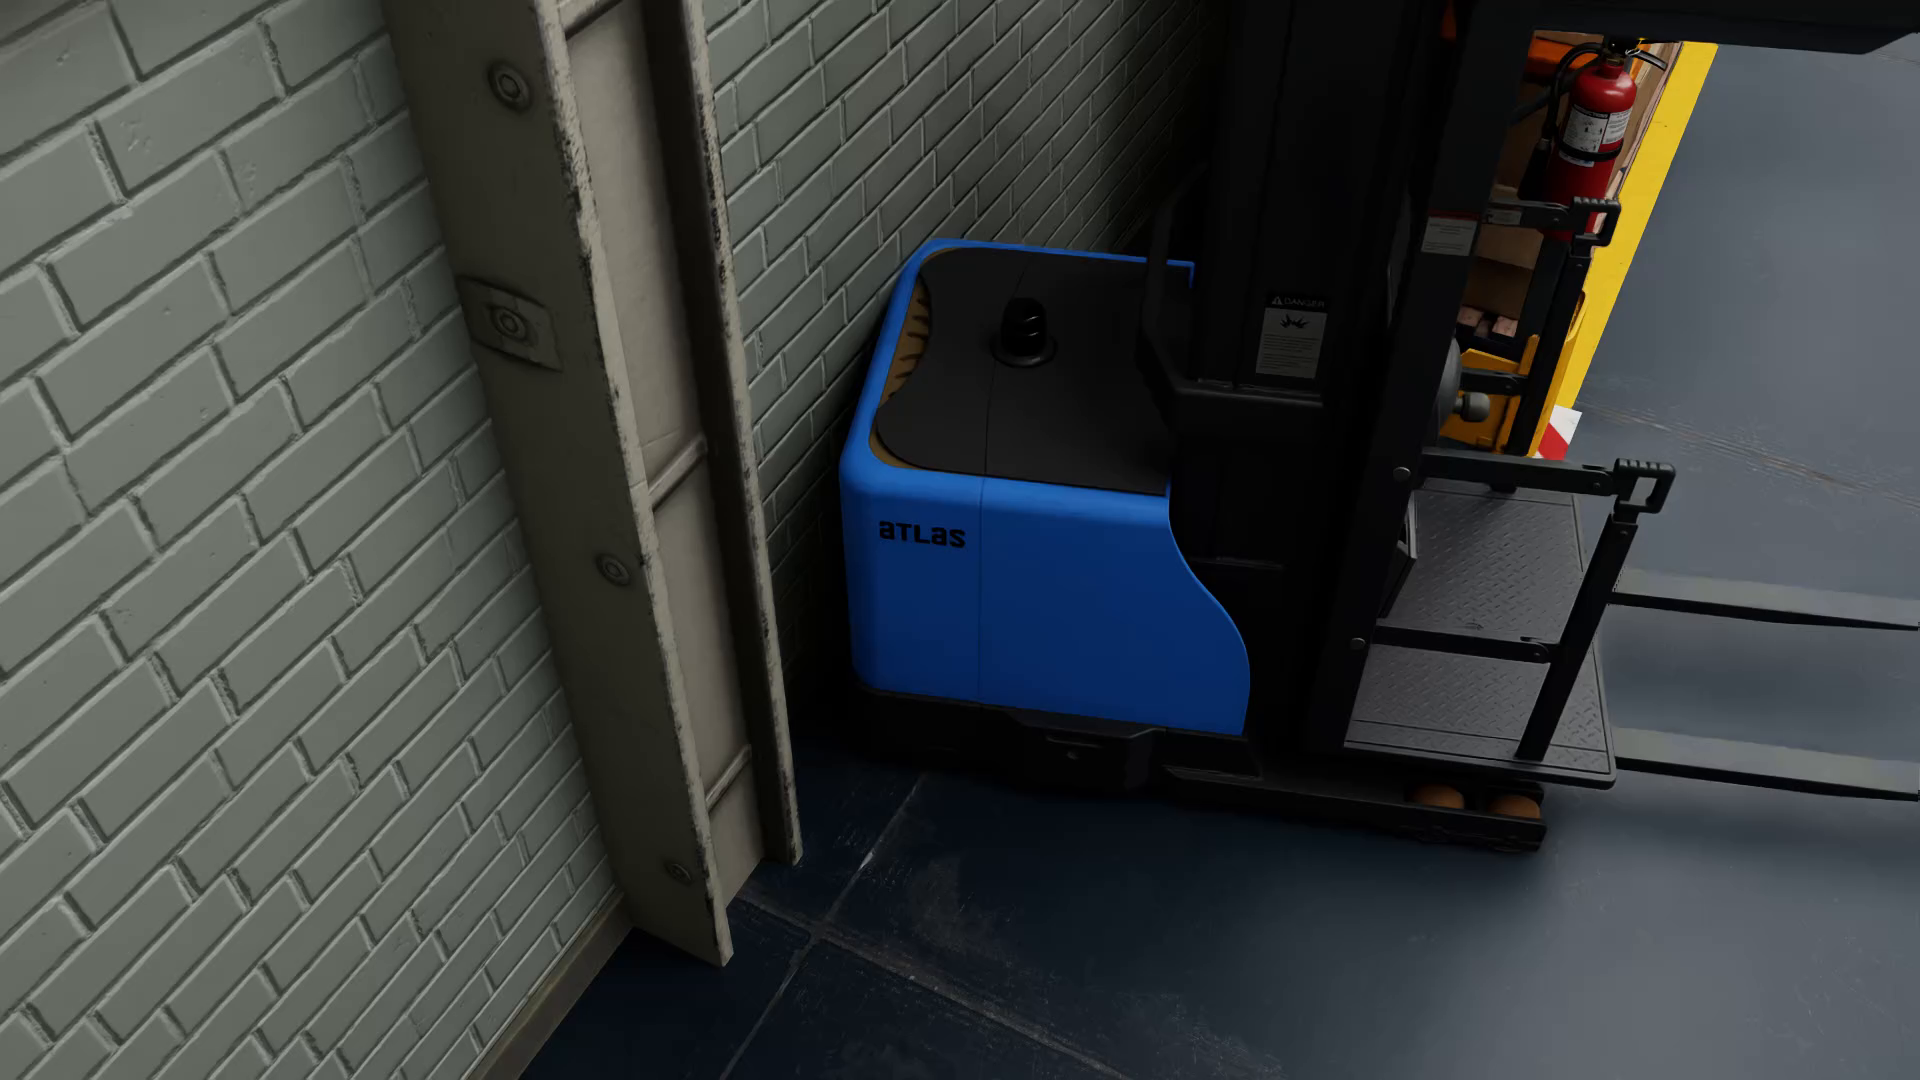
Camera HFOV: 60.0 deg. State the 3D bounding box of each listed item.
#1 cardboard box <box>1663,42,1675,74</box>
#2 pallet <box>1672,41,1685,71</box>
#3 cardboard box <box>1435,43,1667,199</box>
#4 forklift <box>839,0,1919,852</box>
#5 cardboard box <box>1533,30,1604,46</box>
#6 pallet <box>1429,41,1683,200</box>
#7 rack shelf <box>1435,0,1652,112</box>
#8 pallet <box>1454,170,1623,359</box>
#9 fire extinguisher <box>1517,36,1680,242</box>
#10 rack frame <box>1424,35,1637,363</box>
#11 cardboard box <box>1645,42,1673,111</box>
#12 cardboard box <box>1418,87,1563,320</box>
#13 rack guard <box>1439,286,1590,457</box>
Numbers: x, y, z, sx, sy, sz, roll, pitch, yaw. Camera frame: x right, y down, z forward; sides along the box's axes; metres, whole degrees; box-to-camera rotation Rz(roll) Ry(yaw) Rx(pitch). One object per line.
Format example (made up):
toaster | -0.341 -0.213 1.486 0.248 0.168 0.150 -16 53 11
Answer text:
cardboard box | 2.689 -2.355 6.931 0.700 0.500 0.500 19 48 18
pallet | 2.945 -2.660 7.730 1.003 0.211 1.213 20 49 19
cardboard box | 2.207 -1.701 6.284 0.700 0.500 0.500 22 49 21
forklift | 1.260 -0.610 3.792 3.031 2.935 1.130 7 46 7
cardboard box | 1.804 -1.581 4.880 0.380 0.149 0.250 20 49 19
pallet | 2.380 -1.888 6.968 1.003 0.211 1.213 20 49 19
rack shelf | 2.337 -2.559 6.176 1.077 0.370 4.000 20 49 19
pallet | 1.813 -1.122 6.211 1.003 0.211 1.213 20 49 19
fire extinguisher | 1.749 -1.149 4.593 0.296 0.674 0.183 20 49 19
rack frame | 1.408 -1.552 4.675 1.000 3.000 0.127 20 49 19
cardboard box | 2.541 -2.001 6.581 0.500 0.500 0.500 21 49 20
cardboard box | 1.776 -1.176 5.764 0.797 0.503 0.637 19 48 18
rack guard | 1.444 -0.722 5.612 1.175 0.500 0.348 20 49 19
